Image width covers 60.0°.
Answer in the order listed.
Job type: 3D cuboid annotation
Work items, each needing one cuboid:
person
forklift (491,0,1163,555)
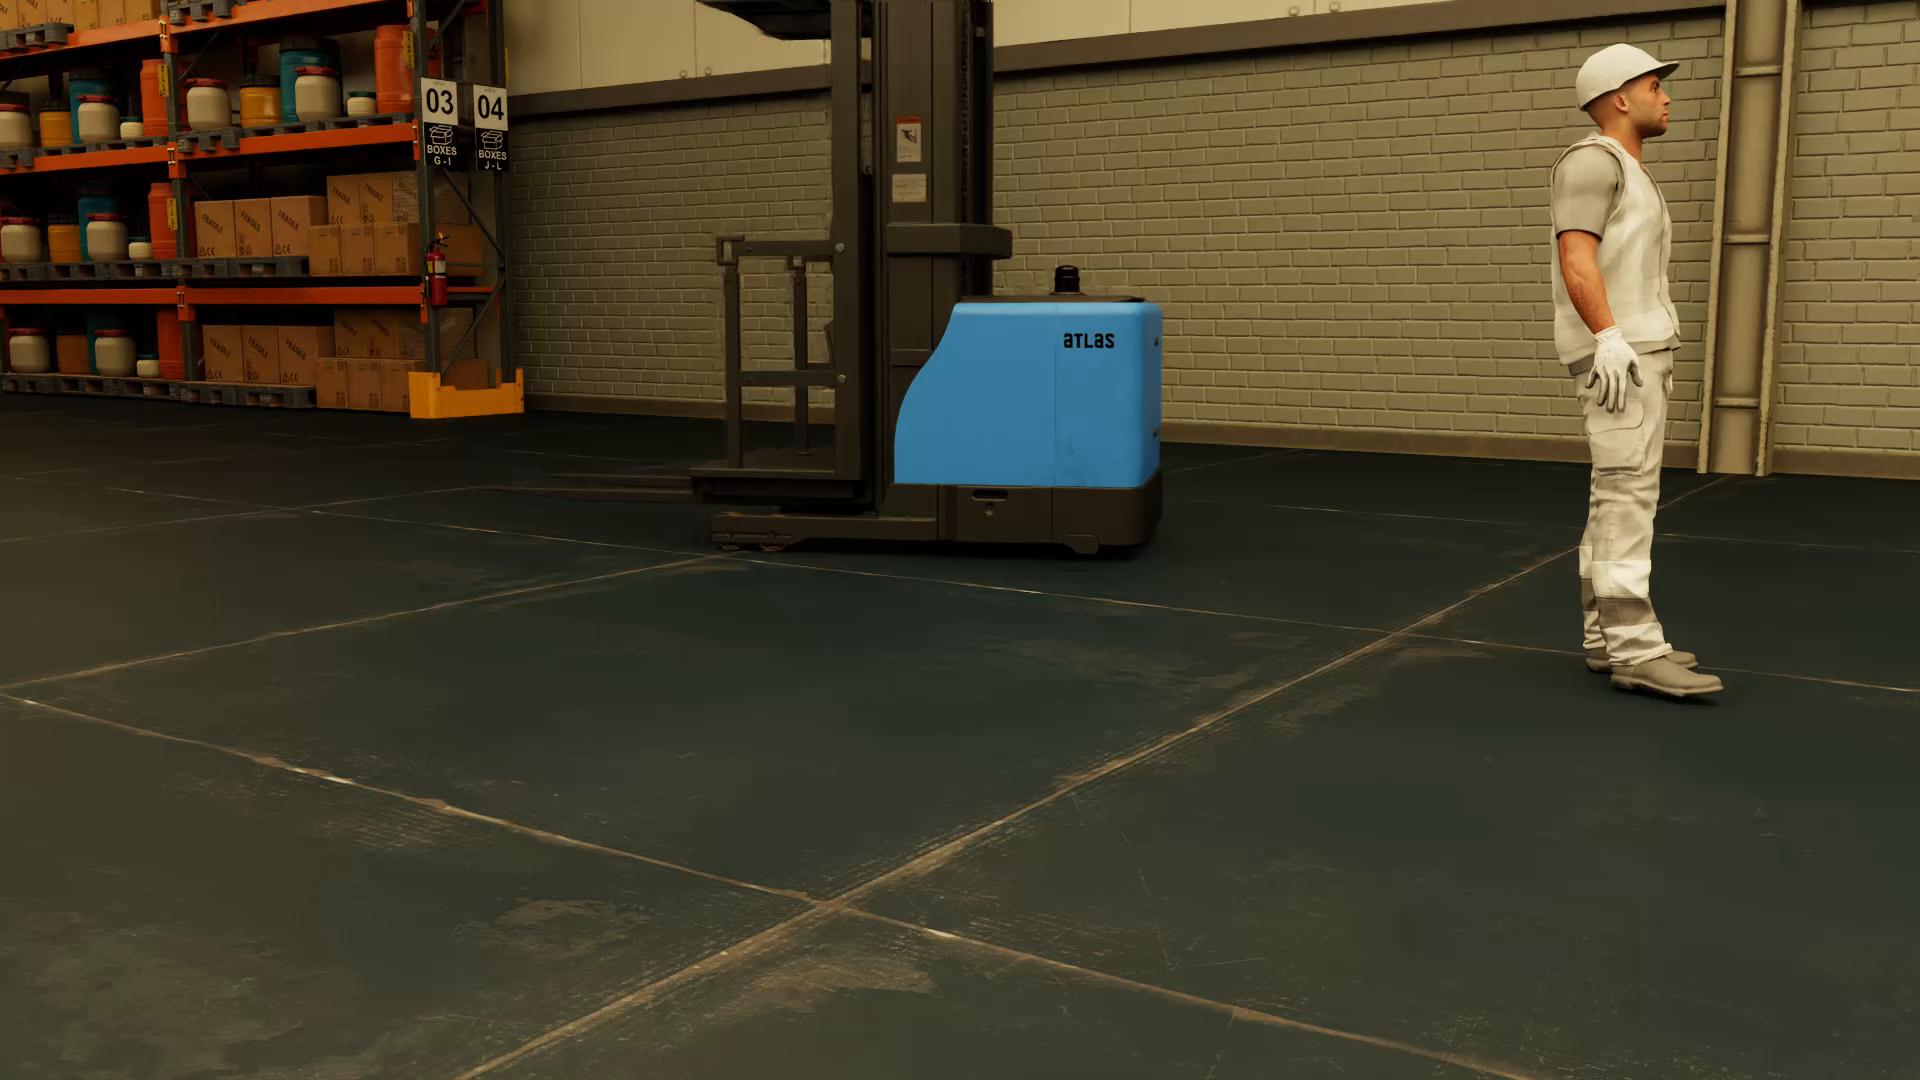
[{"bbox_3d":[1.957,-0.500,4.713,0.561,1.790,0.638,5,10,33],"label":"person"},{"bbox_3d":[-0.620,-1.469,7.525,3.031,2.935,1.130,2,8,12],"label":"forklift"}]
